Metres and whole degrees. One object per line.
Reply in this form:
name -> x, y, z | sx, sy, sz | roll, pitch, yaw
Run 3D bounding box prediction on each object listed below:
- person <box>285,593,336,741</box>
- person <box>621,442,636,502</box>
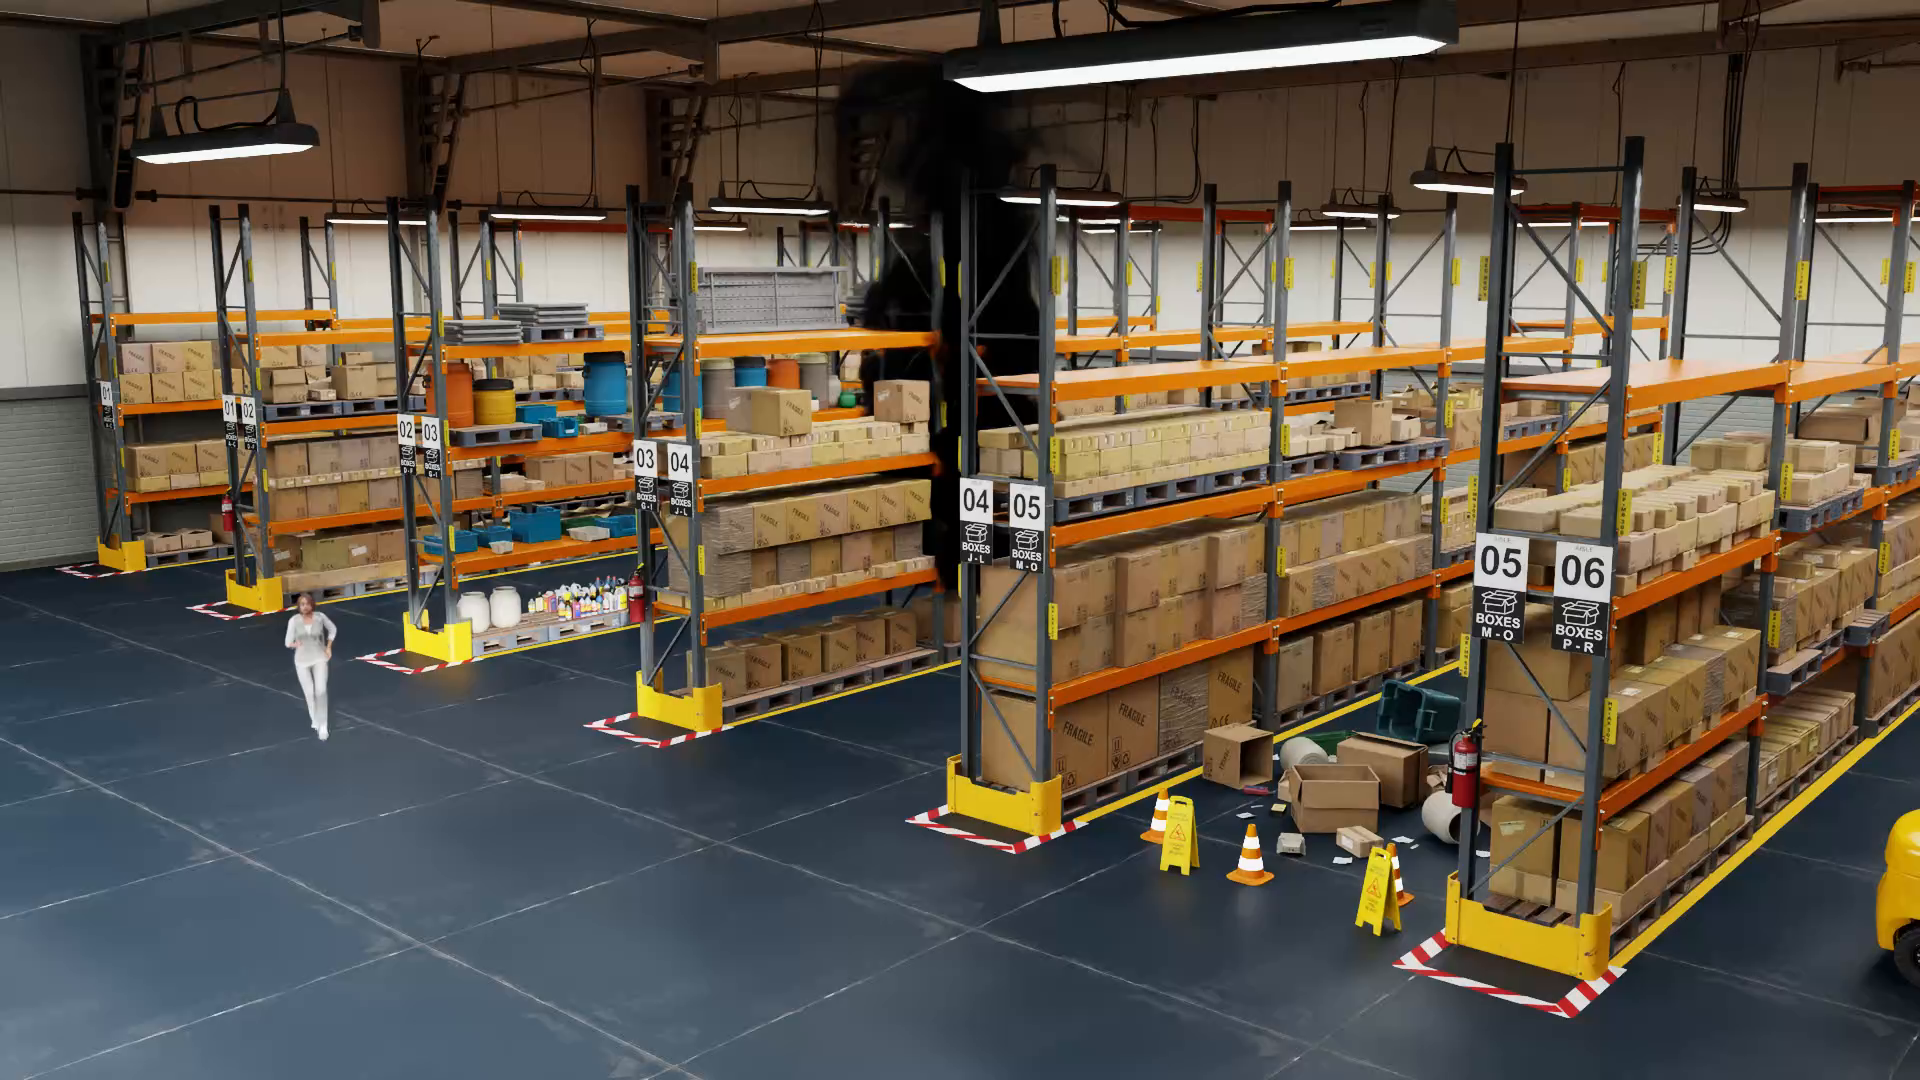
person -> -7.097, 1.381, 18.205 | 0.513, 1.634, 0.702 | -3, 10, -15
person -> -6.392, -1.096, 32.416 | 0.658, 1.789, 0.955 | 8, 12, 39
